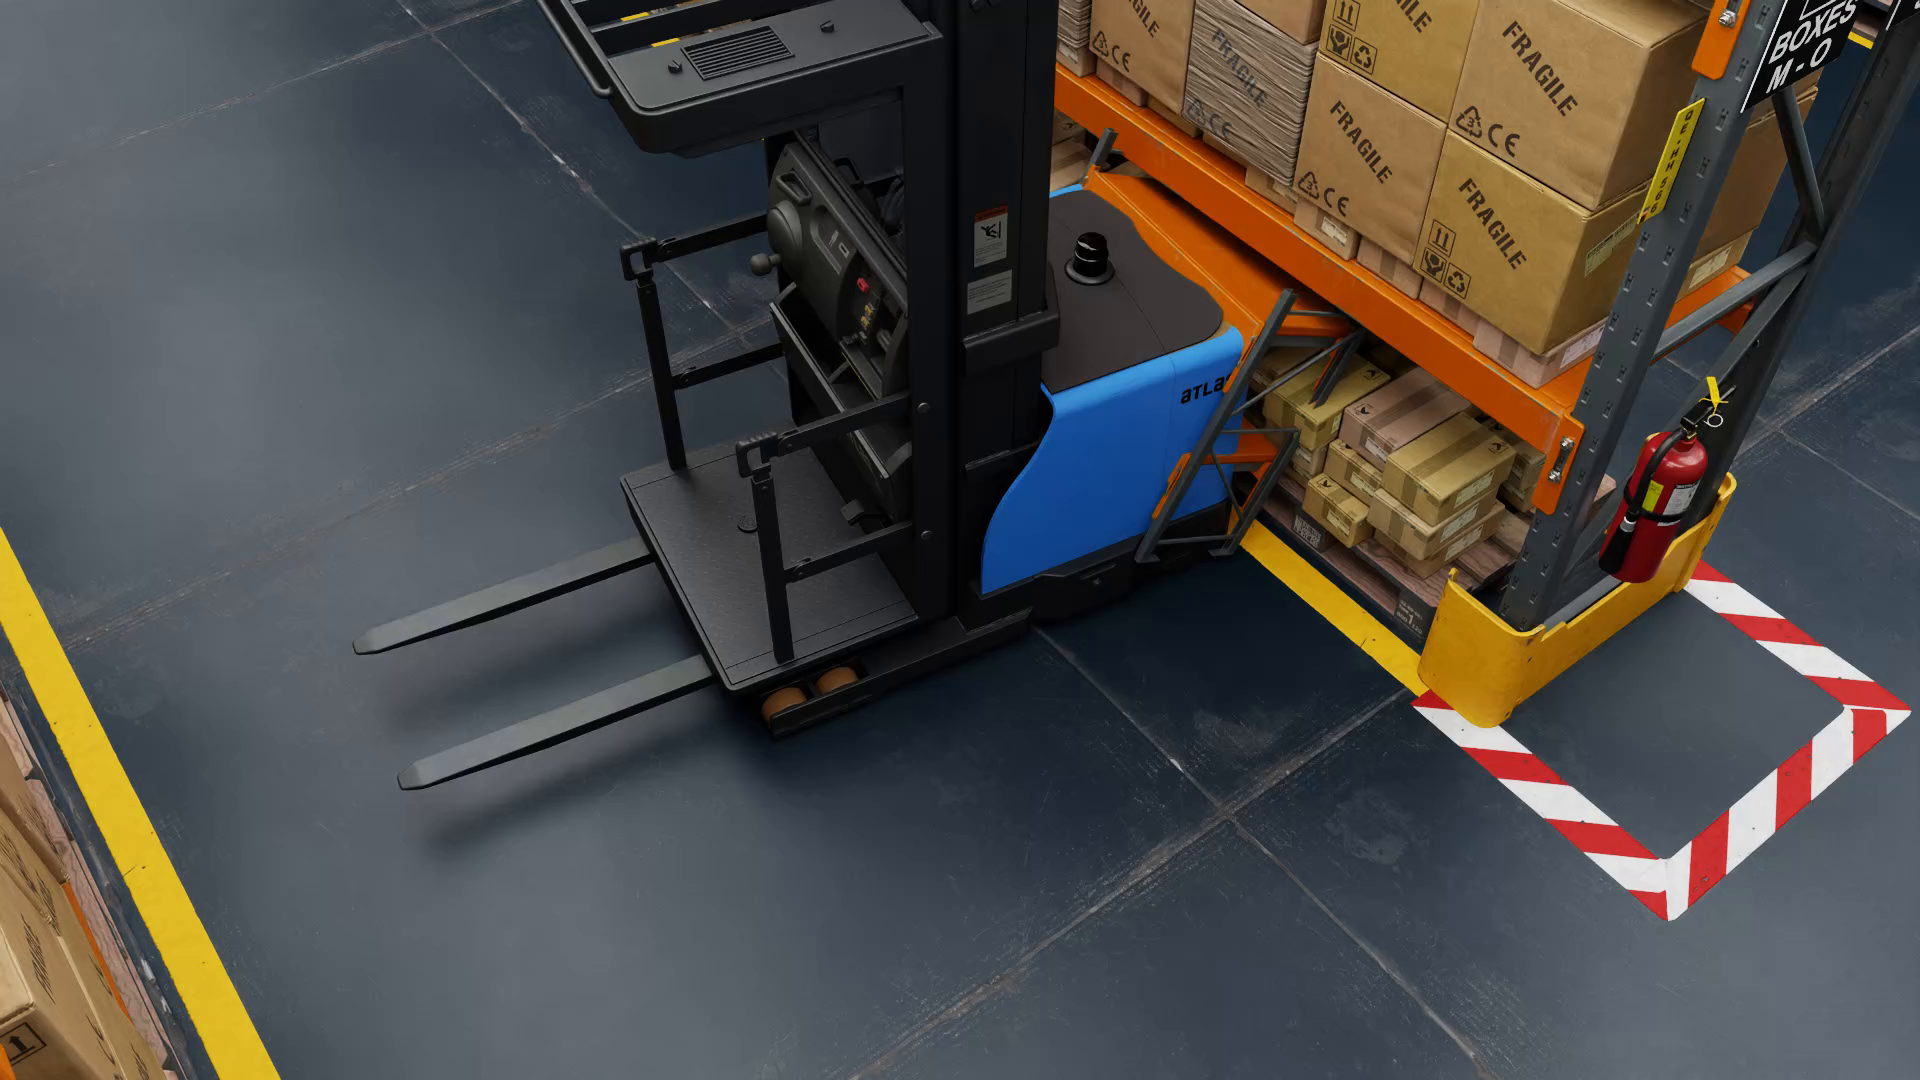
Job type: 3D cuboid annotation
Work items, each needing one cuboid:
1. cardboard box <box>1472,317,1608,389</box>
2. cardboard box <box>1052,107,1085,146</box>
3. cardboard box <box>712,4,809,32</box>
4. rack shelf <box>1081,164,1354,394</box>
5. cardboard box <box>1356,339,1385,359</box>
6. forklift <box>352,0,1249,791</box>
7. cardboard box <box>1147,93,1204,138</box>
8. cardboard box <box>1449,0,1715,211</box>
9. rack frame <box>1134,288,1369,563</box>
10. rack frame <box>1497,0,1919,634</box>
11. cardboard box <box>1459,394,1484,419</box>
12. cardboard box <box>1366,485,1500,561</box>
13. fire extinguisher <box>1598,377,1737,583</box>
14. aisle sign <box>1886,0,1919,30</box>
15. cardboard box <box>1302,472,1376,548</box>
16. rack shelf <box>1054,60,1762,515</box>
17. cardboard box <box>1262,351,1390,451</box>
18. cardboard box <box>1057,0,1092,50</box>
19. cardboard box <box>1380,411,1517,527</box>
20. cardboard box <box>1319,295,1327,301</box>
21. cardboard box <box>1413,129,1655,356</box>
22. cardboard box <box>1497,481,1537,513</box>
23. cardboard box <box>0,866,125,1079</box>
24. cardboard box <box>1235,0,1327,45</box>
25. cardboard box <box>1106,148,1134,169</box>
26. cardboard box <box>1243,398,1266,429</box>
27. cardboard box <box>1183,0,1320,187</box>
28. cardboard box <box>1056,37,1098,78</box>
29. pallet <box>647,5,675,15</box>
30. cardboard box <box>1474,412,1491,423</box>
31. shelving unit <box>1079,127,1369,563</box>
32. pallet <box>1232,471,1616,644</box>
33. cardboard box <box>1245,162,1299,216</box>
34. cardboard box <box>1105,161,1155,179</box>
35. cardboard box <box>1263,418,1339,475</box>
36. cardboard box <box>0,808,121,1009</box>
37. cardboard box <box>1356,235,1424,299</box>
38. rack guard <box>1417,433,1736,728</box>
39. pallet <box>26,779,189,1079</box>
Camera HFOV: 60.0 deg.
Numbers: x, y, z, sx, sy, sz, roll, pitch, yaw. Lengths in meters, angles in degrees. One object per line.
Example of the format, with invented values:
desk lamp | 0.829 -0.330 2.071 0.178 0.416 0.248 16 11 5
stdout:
cardboard box | 1.769 -0.645 4.980 0.380 0.149 0.250 -29 54 -24
cardboard box | 0.301 -1.651 6.961 0.380 0.149 0.250 -31 55 -25
cardboard box | -0.880 -2.648 8.029 0.500 0.500 0.500 -30 55 -25
rack shelf | 0.870 -0.922 5.846 0.538 0.278 1.000 -4 43 -39
cardboard box | 1.670 -0.863 6.448 0.380 0.149 0.250 -28 54 -23
forklift | -0.559 -0.775 4.974 3.031 2.935 1.130 -21 51 -18
cardboard box | 0.885 -1.593 5.840 0.380 0.149 0.250 -29 54 -23
cardboard box | 1.716 -1.292 4.453 0.500 0.500 0.500 -30 55 -25
rack frame | 1.019 -0.371 5.709 0.500 1.125 0.032 -4 43 -39
rack frame | 2.191 -0.664 4.828 1.000 3.000 0.127 -29 54 -24
cardboard box | 1.881 -0.618 6.024 0.380 0.149 0.250 -28 54 -23
cardboard box | 1.644 -0.131 5.784 0.380 0.149 0.250 -31 55 -25
fire extinguisher | 1.976 -0.157 4.672 0.296 0.674 0.183 -29 54 -24
aisle sign | 2.474 -1.629 3.947 0.394 0.787 0.004 -29 54 -24
cardboard box | 1.470 -0.171 6.021 0.380 0.149 0.250 -28 54 -23
rack shelf | 0.980 -1.602 6.163 1.077 0.370 4.000 -29 54 -24
cardboard box | 1.304 -0.516 5.932 0.380 0.149 0.250 -31 55 -25
cardboard box | 0.450 -2.150 5.906 0.500 0.500 0.500 -31 55 -25
cardboard box | 1.669 -0.246 5.688 0.380 0.149 0.250 -29 54 -24
cardboard box | 1.454 -1.100 6.462 0.380 0.149 0.250 -27 53 -23
cardboard box | 1.714 -0.947 4.816 0.500 0.500 0.500 -28 54 -23
cardboard box | 2.128 -0.300 6.138 0.380 0.149 0.250 -28 54 -23
cardboard box | -1.751 0.836 2.725 0.500 0.500 0.500 -31 55 -25
cardboard box | 1.087 -1.893 4.998 0.500 0.500 0.500 -27 53 -22
cardboard box | 0.806 -1.626 7.139 0.380 0.149 0.250 -28 54 -23
cardboard box | 1.219 -0.505 6.324 0.380 0.149 0.250 -29 54 -24
cardboard box | 1.092 -1.548 5.360 0.500 0.500 0.500 -29 54 -24
cardboard box | 0.516 -1.870 6.090 0.380 0.149 0.250 -27 53 -22
pallet | -1.446 -3.264 9.067 1.003 0.211 1.213 -29 54 -24
cardboard box | 1.957 -0.559 6.172 0.380 0.149 0.250 -30 54 -24
shelving unit | 0.761 -0.698 6.000 0.538 1.125 1.048 -4 43 -39
pallet | 1.681 -0.267 6.350 1.003 0.211 1.213 -29 54 -24
cardboard box | 1.175 -1.258 5.536 0.380 0.149 0.250 -32 55 -25
cardboard box | 0.621 -1.340 6.680 0.380 0.149 0.250 -32 55 -25
cardboard box | 1.328 -0.436 6.061 0.380 0.149 0.250 -32 55 -25
cardboard box | -2.078 0.885 3.356 0.500 0.500 0.500 -30 54 -24
cardboard box | 1.484 -0.950 5.256 0.380 0.149 0.250 -30 54 -24
rack guard | 2.145 0.130 5.794 1.175 0.500 0.348 -29 54 -24
pallet | -2.968 1.397 4.841 1.003 0.211 1.213 -29 54 -24
